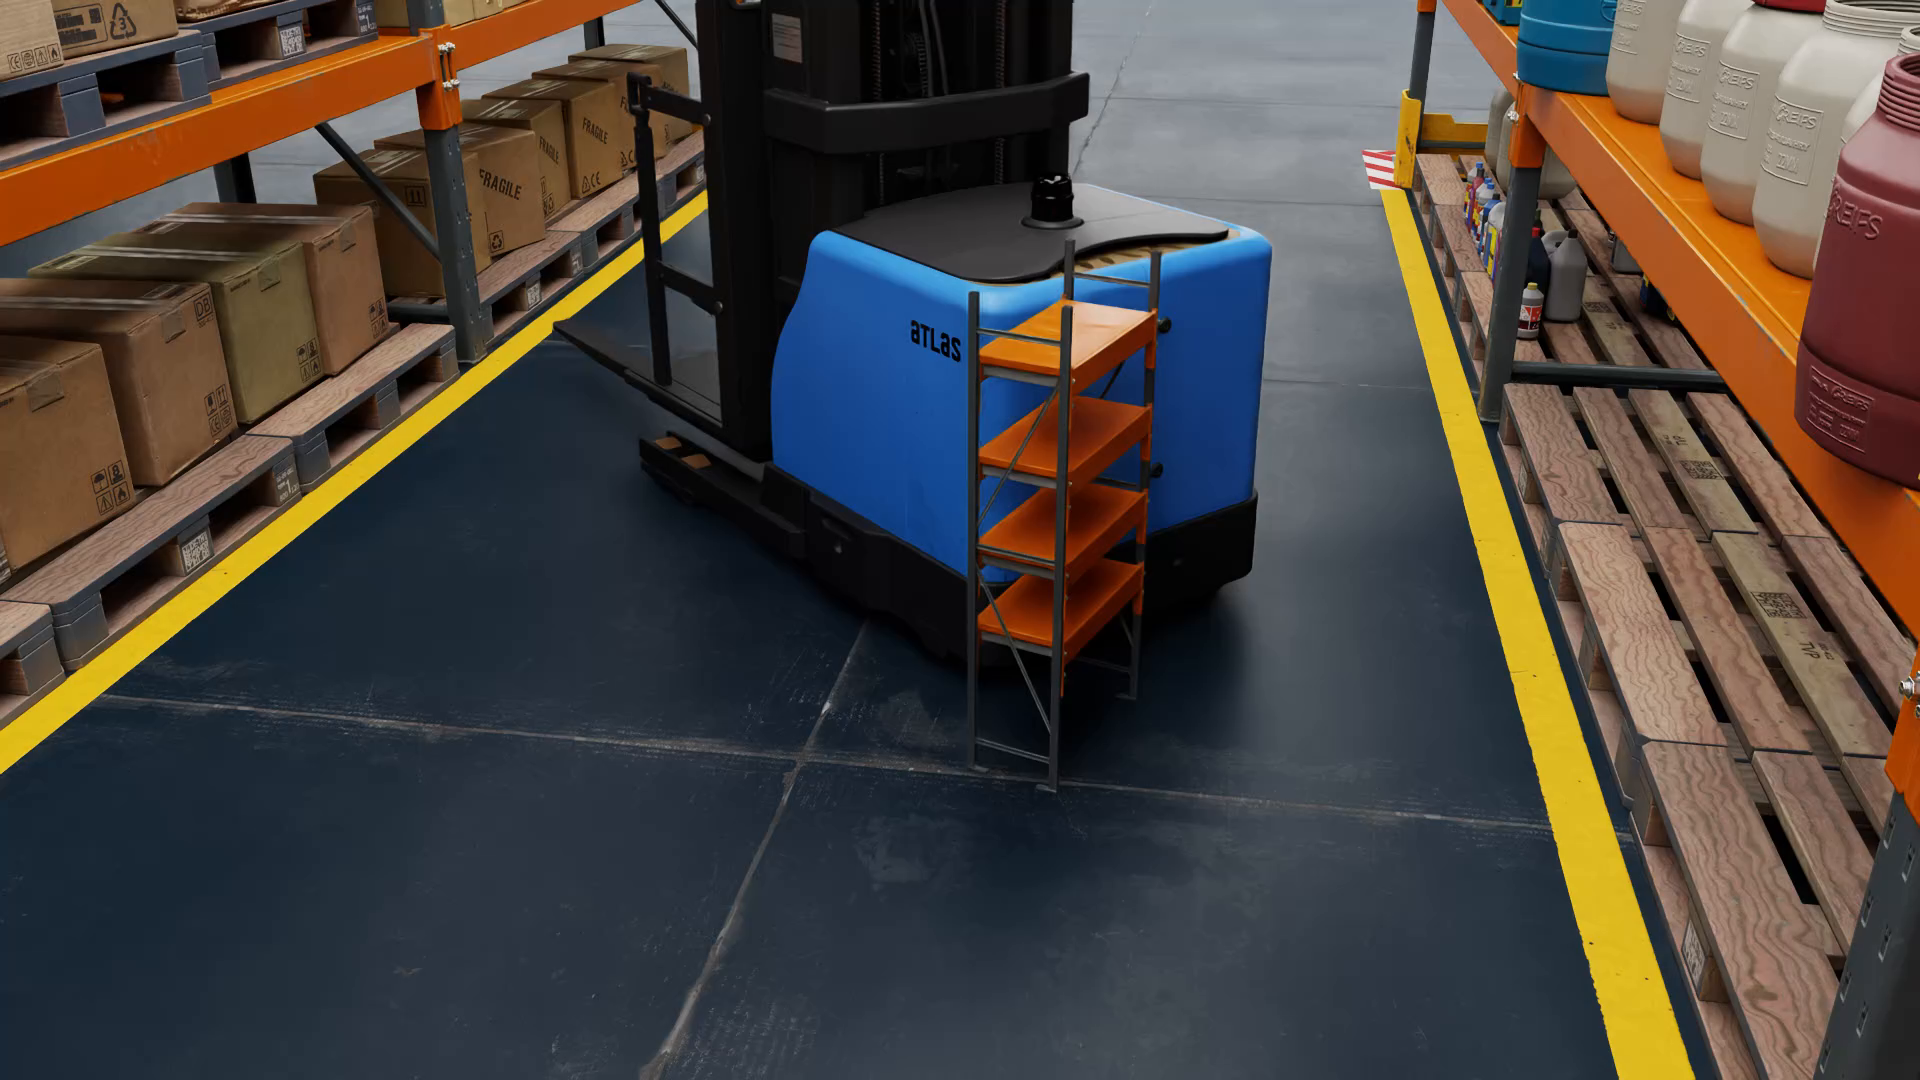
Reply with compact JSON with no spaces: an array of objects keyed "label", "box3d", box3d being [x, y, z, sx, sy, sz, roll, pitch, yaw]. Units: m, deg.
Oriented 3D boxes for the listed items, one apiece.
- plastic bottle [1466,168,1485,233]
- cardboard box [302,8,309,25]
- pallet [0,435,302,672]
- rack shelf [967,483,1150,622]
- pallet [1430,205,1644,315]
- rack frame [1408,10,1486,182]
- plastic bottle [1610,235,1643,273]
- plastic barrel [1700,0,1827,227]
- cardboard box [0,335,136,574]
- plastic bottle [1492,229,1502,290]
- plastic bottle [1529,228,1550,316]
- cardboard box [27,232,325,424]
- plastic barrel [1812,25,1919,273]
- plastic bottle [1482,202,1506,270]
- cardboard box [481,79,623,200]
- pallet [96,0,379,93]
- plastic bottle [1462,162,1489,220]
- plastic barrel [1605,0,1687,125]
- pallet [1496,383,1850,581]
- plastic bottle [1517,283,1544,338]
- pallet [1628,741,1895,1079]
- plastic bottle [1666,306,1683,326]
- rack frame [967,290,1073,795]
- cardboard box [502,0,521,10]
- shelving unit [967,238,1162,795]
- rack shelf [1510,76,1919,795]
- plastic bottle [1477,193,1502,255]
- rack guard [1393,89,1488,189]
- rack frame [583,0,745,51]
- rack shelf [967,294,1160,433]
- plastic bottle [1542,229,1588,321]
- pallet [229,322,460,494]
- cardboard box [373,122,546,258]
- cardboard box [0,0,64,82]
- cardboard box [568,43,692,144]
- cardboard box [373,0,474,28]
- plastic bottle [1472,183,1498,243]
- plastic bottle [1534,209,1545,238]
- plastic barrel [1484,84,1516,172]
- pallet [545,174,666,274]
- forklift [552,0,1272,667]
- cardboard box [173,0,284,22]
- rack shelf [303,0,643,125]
[{"label":"plastic bottle","box3d":[2.428,-1.592,7.798,0.061,0.283,0.133,4,25,9]},{"label":"cardboard box","box3d":[-2.708,-2.120,6.537,0.380,0.149,0.250,4,25,9]},{"label":"pallet","box3d":[-2.776,-0.023,5.050,1.003,0.211,1.213,4,25,9]},{"label":"rack shelf","box3d":[0.242,0.005,3.982,0.258,0.148,0.480,13,28,25]},{"label":"pallet","box3d":[2.781,-1.307,7.794,1.003,0.211,1.213,4,25,9]},{"label":"rack frame","box3d":[3.087,-3.453,9.089,1.000,3.000,0.127,4,25,9]},{"label":"plastic bottle","box3d":[2.925,-1.311,7.207,0.152,0.276,0.135,4,25,9]},{"label":"plastic barrel","box3d":[1.870,-0.969,3.622,0.433,0.535,0.433,0,25,0]},{"label":"cardboard box","box3d":[-2.853,-0.270,4.718,0.700,0.500,0.500,6,26,13]},{"label":"plastic bottle","box3d":[2.271,-1.190,6.939,0.061,0.283,0.133,6,26,12]},{"label":"plastic bottle","box3d":[2.254,-1.069,6.602,0.144,0.351,0.185,3,25,7]},{"label":"cardboard box","box3d":[-2.671,-0.737,5.716,0.700,0.500,0.500,4,25,8]},{"label":"plastic barrel","box3d":[1.737,-0.603,2.868,0.421,0.512,0.421,0,25,0]},{"label":"plastic bottle","box3d":[2.369,-1.318,7.222,0.152,0.276,0.135,4,25,9]},{"label":"cardboard box","box3d":[-2.103,-2.082,8.612,0.500,0.500,0.500,6,26,13]},{"label":"pallet","box3d":[-2.722,-1.727,5.628,1.003,0.211,1.213,4,25,9]},{"label":"plastic bottle","box3d":[2.483,-1.680,8.001,0.097,0.271,0.097,0,25,0]},{"label":"plastic barrel","box3d":[2.060,-1.457,4.664,0.433,0.535,0.433,0,25,0]},{"label":"pallet","box3d":[2.343,-0.186,5.399,1.003,0.211,1.213,4,25,9]},{"label":"plastic bottle","box3d":[2.185,-0.886,6.385,0.097,0.201,0.097,0,25,0]},{"label":"pallet","box3d":[1.944,0.834,3.219,1.003,0.211,1.213,4,25,9]},{"label":"plastic bottle","box3d":[2.838,-0.996,6.526,0.061,0.283,0.133,4,25,9]},{"label":"rack frame","box3d":[0.126,0.036,3.759,0.240,1.200,0.015,13,28,25]},{"label":"cardboard box","box3d":[-2.054,-2.289,6.898,0.380,0.149,0.250,4,25,9]},{"label":"shelving unit","box3d":[0.242,-0.055,3.953,0.258,1.200,0.503,13,28,25]},{"label":"rack shelf","box3d":[2.106,-0.618,3.881,1.077,0.370,4.000,4,25,9]},{"label":"plastic bottle","box3d":[2.378,-1.410,7.424,0.097,0.271,0.097,0,25,0]},{"label":"rack guard","box3d":[3.121,-2.286,9.544,1.175,0.500,0.348,4,25,9]},{"label":"rack frame","box3d":[-1.799,-3.796,9.822,1.000,3.000,0.127,4,25,9]},{"label":"rack shelf","box3d":[0.242,-0.411,3.787,0.258,0.148,0.480,13,28,25]},{"label":"plastic bottle","box3d":[2.396,-1.059,6.580,0.144,0.351,0.185,4,25,9]},{"label":"pallet","box3d":[-2.579,-0.535,6.144,1.003,0.211,1.213,4,25,9]},{"label":"cardboard box","box3d":[-2.262,-1.586,7.554,0.500,0.500,0.500,13,28,25]},{"label":"cardboard box","box3d":[-2.606,-1.258,4.081,0.500,0.250,0.500,3,25,7]},{"label":"cardboard box","box3d":[-1.918,-2.595,9.708,0.500,0.500,0.500,9,27,18]},{"label":"cardboard box","box3d":[-2.121,-2.079,6.449,0.380,0.149,0.250,4,25,9]},{"label":"plastic bottle","box3d":[2.411,-1.495,7.605,0.097,0.271,0.097,0,25,0]},{"label":"plastic bottle","box3d":[2.444,-1.258,7.084,0.061,0.283,0.133,4,25,9]},{"label":"plastic barrel","box3d":[3.055,-2.236,8.928,0.421,0.512,0.421,0,25,0]},{"label":"pallet","box3d":[-2.181,-1.656,8.538,1.003,0.211,1.213,4,25,9]},{"label":"forklift","box3d":[-0.428,-1.556,5.117,1.130,2.935,3.031,-18,30,-33]},{"label":"cardboard box","box3d":[-2.721,-2.263,5.343,1.000,1.000,1.000,4,25,9]},{"label":"rack shelf","box3d":[-2.126,-2.634,8.188,1.077,0.370,4.000,4,25,9]}]
